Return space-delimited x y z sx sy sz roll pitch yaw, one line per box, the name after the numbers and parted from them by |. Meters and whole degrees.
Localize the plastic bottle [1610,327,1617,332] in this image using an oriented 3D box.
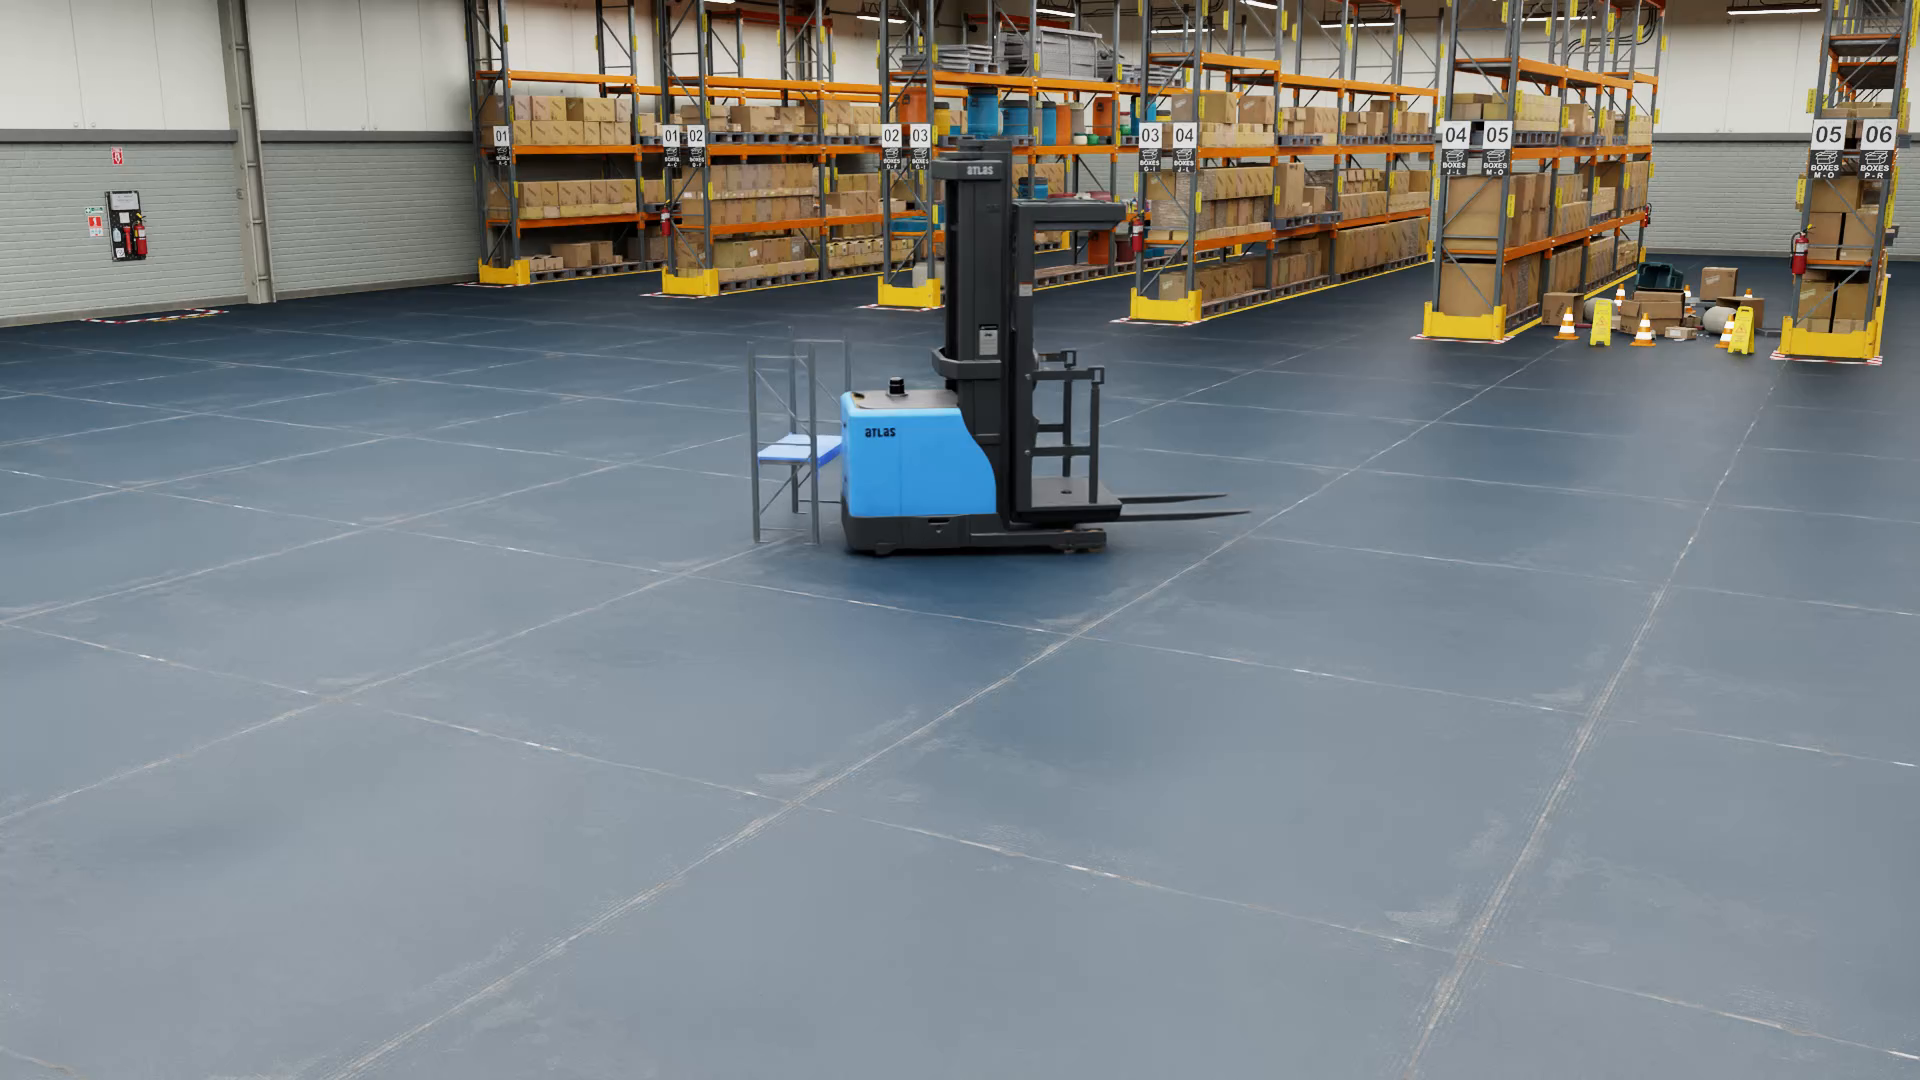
10.224 -3.310 26.134 0.133 0.061 0.283 2 14 9 | plastic bottle

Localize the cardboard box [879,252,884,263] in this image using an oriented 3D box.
-1.920 -6.443 37.831 0.500 0.250 0.500 8 16 29 | cardboard box

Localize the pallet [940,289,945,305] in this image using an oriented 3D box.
-0.528 -4.549 30.950 1.003 0.211 1.213 7 15 28 | pallet

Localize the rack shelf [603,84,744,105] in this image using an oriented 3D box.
-6.693 -10.443 39.038 1.077 0.370 4.000 7 15 28 | rack shelf

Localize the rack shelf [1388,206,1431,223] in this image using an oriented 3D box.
10.183 -7.679 39.519 1.077 0.370 4.000 7 15 28 | rack shelf

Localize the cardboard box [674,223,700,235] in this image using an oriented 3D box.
-6.603 -7.475 39.933 0.500 0.250 0.500 7 15 28 | cardboard box

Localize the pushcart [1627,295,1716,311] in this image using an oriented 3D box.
12.004 -3.827 27.603 1.648 0.377 0.936 2 14 9 | pushcart

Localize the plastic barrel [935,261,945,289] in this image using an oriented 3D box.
-0.427 -4.958 31.113 0.421 0.512 0.421 0 14 0 | plastic barrel

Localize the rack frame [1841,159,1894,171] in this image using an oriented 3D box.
17.891 -6.495 33.075 1.000 3.000 0.127 7 15 28 | rack frame

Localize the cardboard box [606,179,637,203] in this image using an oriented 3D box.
-7.617 -7.830 37.288 0.500 0.500 0.500 7 15 28 | cardboard box

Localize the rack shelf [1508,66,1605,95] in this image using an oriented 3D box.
10.609 -8.177 29.637 1.077 0.370 4.000 7 15 28 | rack shelf

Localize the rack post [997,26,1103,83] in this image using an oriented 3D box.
1.890 -9.965 34.242 1.013 1.000 3.121 7 15 28 | rack post

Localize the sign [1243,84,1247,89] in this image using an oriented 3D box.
7.303 -11.700 42.554 0.100 0.325 0.005 7 15 28 | sign

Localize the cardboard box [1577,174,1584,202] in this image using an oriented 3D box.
11.350 -6.658 31.405 0.700 0.500 0.500 7 15 28 | cardboard box

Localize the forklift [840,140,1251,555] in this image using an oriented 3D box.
0.640 -1.450 12.296 3.031 2.935 1.130 -2 14 -8 | forklift

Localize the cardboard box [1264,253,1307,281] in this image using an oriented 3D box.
6.451 -5.424 33.026 0.700 0.500 0.500 9 16 33 | cardboard box

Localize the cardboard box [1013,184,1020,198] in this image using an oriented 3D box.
1.276 -8.969 43.122 0.500 0.500 0.500 8 16 29 | cardboard box

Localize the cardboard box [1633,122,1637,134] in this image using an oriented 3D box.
14.197 -8.837 35.642 0.500 0.250 0.500 7 15 28 | cardboard box

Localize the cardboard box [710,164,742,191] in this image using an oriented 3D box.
-4.743 -7.172 32.902 0.700 0.500 0.500 7 15 27 | cardboard box

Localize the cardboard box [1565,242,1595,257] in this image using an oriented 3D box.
12.121 -5.682 32.540 0.500 0.250 0.500 7 15 26 | cardboard box

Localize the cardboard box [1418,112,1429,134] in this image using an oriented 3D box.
10.945 -10.085 40.245 0.700 0.500 0.500 6 15 25 | cardboard box

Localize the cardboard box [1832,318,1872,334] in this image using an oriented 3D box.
12.722 -3.035 23.693 0.500 0.250 0.500 7 15 28 | cardboard box

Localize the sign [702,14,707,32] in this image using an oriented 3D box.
-4.772 -9.663 31.082 0.100 0.325 0.005 7 15 28 | sign

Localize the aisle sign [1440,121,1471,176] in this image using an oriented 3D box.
7.411 -5.857 24.879 0.394 0.787 0.004 7 15 28 | aisle sign

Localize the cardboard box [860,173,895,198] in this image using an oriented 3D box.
-2.438 -10.012 47.022 0.980 0.700 0.700 7 15 28 | cardboard box

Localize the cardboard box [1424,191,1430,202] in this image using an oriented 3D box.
11.148 -8.381 40.582 0.500 0.250 0.500 7 15 27 | cardboard box

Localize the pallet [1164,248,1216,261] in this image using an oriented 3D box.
5.791 -7.230 42.073 1.003 0.211 1.213 7 15 28 | pallet

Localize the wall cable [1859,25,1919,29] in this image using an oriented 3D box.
22.985 -11.345 40.393 2.355 3.000 0.029 7 15 28 | wall cable

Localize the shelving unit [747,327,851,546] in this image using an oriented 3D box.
-1.203 -0.819 12.731 0.538 1.500 1.048 3 14 11 | shelving unit

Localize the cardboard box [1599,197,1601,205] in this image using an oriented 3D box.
12.606 -6.782 33.270 0.380 0.149 0.250 7 15 28 | cardboard box

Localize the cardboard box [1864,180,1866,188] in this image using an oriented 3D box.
14.996 -5.858 27.302 0.380 0.149 0.250 8 16 31 | cardboard box

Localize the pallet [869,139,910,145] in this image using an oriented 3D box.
-1.638 -9.138 38.038 1.213 0.211 1.003 8 16 31 | pallet

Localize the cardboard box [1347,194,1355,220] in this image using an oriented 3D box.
8.003 -7.021 35.042 0.500 0.500 0.500 7 15 27 | cardboard box

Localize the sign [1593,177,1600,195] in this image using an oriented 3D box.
12.063 -6.715 31.518 0.100 0.325 0.005 7 15 28 | sign

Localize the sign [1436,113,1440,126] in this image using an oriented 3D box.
11.618 -10.224 40.424 0.100 0.325 0.005 7 15 28 | sign

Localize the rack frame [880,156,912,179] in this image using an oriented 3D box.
-1.859 -10.122 48.120 1.000 3.000 0.127 7 15 28 | rack frame

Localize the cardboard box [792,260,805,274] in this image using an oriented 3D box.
-3.605 -5.746 34.938 0.500 0.250 0.500 7 15 28 | cardboard box

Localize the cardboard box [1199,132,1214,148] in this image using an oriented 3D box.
3.874 -6.611 27.475 0.500 0.250 0.500 8 16 30 | cardboard box

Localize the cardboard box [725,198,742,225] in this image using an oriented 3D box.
-4.769 -6.530 33.008 0.700 0.500 0.500 8 16 29 | cardboard box

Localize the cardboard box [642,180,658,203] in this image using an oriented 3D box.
-7.384 -8.023 38.262 0.700 0.500 0.500 7 15 28 | cardboard box

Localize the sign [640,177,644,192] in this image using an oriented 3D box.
-7.181 -8.021 37.558 0.100 0.325 0.005 7 15 28 | sign

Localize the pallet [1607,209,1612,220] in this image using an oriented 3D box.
13.012 -6.802 34.756 1.003 0.211 1.213 7 15 28 | pallet

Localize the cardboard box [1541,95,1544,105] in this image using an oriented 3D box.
9.010 -6.948 26.277 0.380 0.149 0.250 8 16 29 | cardboard box

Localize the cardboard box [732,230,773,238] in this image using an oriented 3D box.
-5.256 -7.776 42.079 0.750 0.750 0.750 7 15 27 | cardboard box

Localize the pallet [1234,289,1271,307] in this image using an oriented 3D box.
5.055 -4.479 30.663 1.003 0.211 1.213 7 15 28 | pallet

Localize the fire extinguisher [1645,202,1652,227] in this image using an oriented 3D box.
15.969 -7.636 38.770 0.296 0.674 0.183 7 15 28 | fire extinguisher

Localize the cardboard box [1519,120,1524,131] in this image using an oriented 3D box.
8.277 -6.249 25.079 0.380 0.149 0.250 8 15 29 | cardboard box

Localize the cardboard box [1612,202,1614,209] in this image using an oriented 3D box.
13.490 -7.013 34.865 0.380 0.149 0.250 7 15 27 | cardboard box

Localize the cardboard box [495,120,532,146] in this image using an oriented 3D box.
-9.213 -8.396 34.305 0.500 0.500 0.500 8 16 30 | cardboard box
